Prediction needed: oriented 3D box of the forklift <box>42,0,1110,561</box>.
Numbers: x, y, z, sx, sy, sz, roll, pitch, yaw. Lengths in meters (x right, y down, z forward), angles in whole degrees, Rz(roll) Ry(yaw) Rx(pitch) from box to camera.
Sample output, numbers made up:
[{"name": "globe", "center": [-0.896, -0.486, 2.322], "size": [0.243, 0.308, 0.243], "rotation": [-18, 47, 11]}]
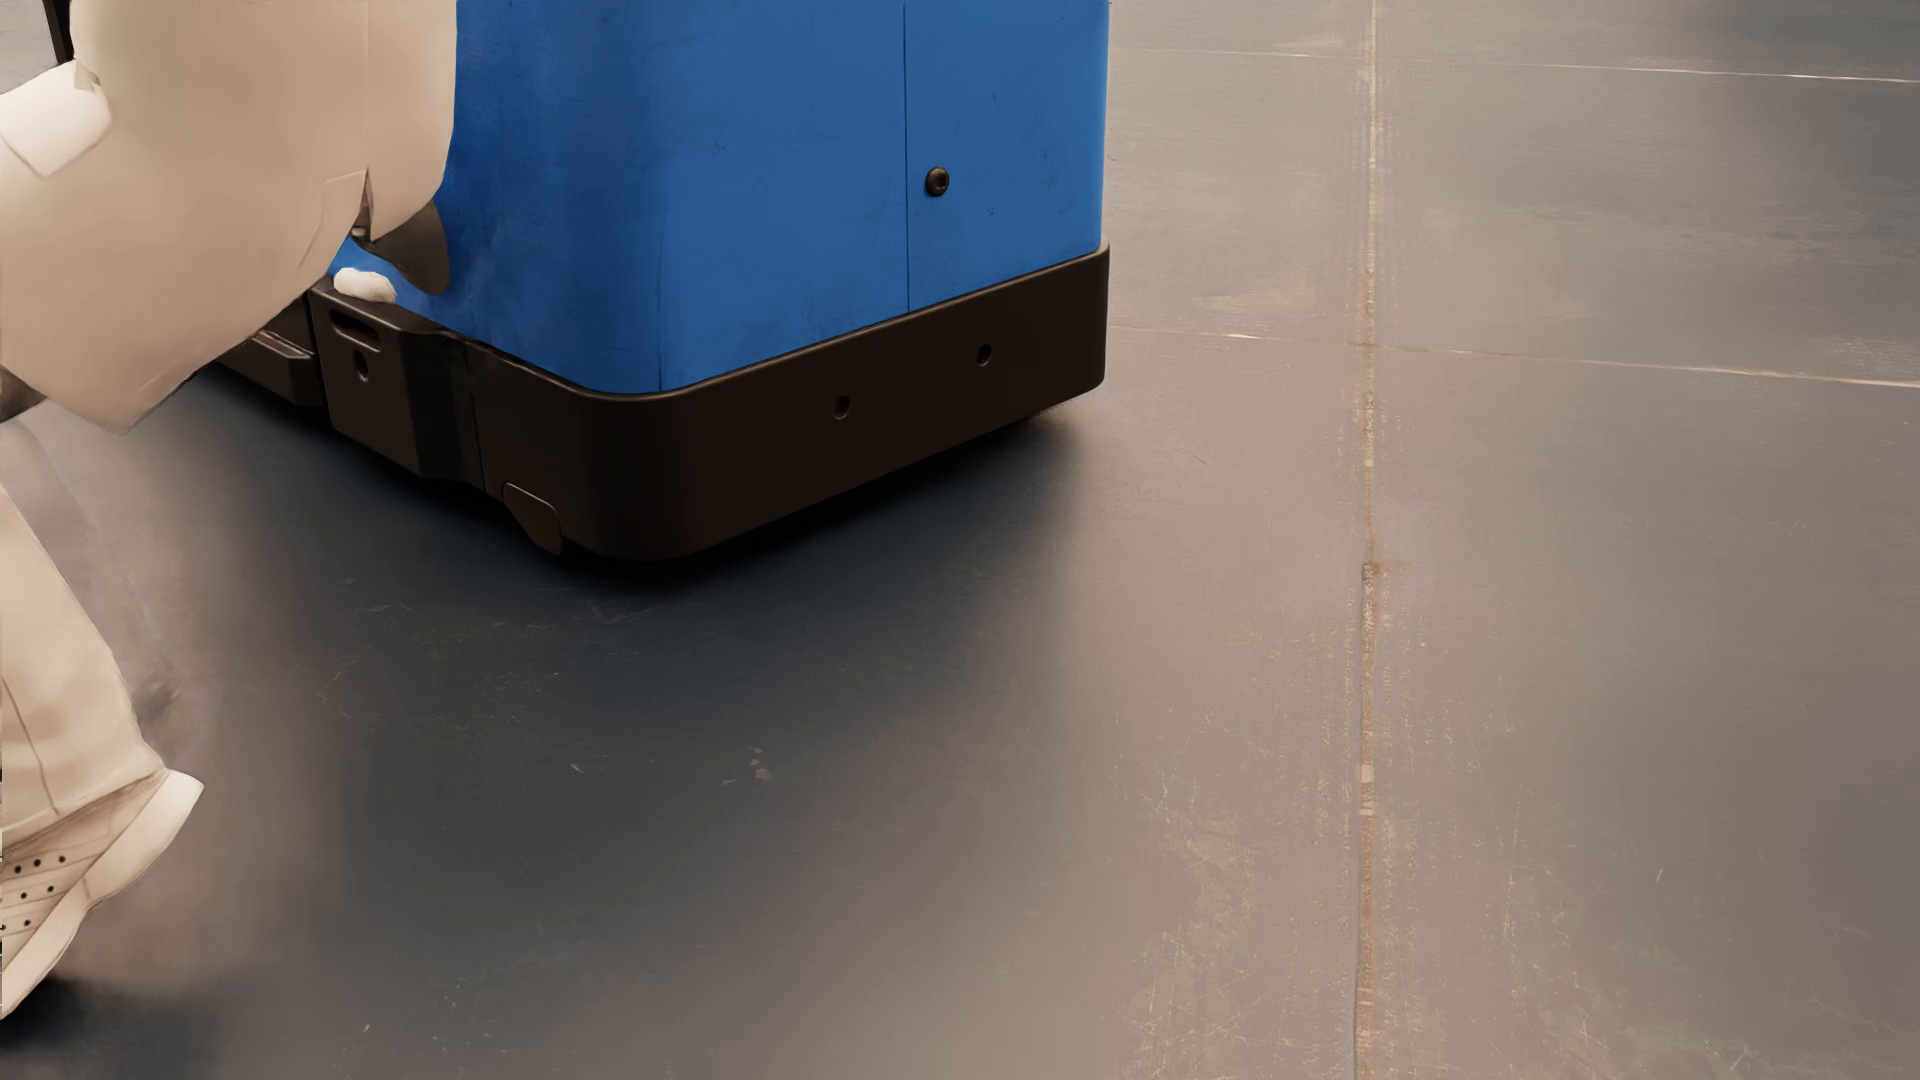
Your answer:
[{"name": "forklift", "center": [-1.156, -1.838, 2.890], "size": [3.031, 2.935, 1.130], "rotation": [24, 35, 38]}]

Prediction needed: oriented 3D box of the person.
[{"name": "person", "center": [-0.914, -0.498, 1.808], "size": [0.781, 1.573, 1.288], "rotation": [14, 30, 26]}]
